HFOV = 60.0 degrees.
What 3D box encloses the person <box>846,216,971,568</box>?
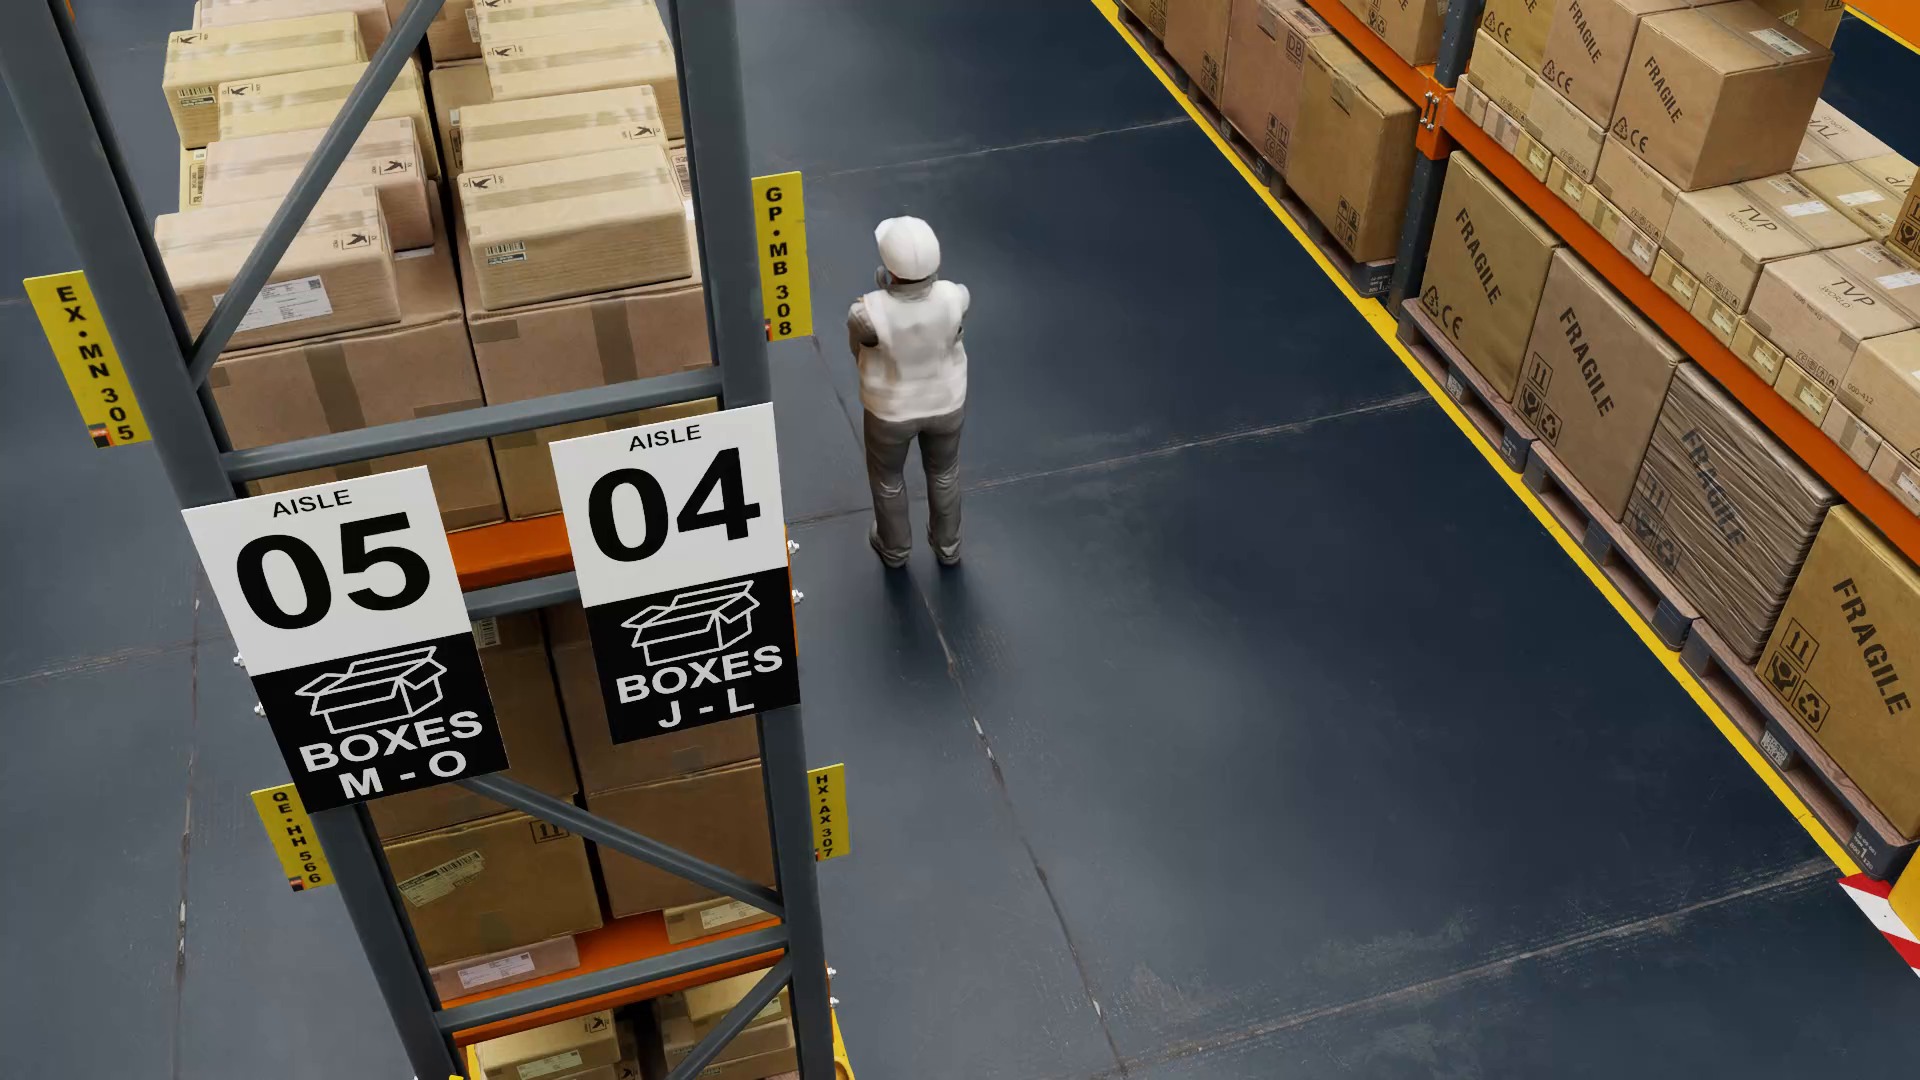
[{"bbox_3d":[-0.230,-0.628,6.846,0.494,1.762,0.554,-12,43,-13],"label":"person"}]
